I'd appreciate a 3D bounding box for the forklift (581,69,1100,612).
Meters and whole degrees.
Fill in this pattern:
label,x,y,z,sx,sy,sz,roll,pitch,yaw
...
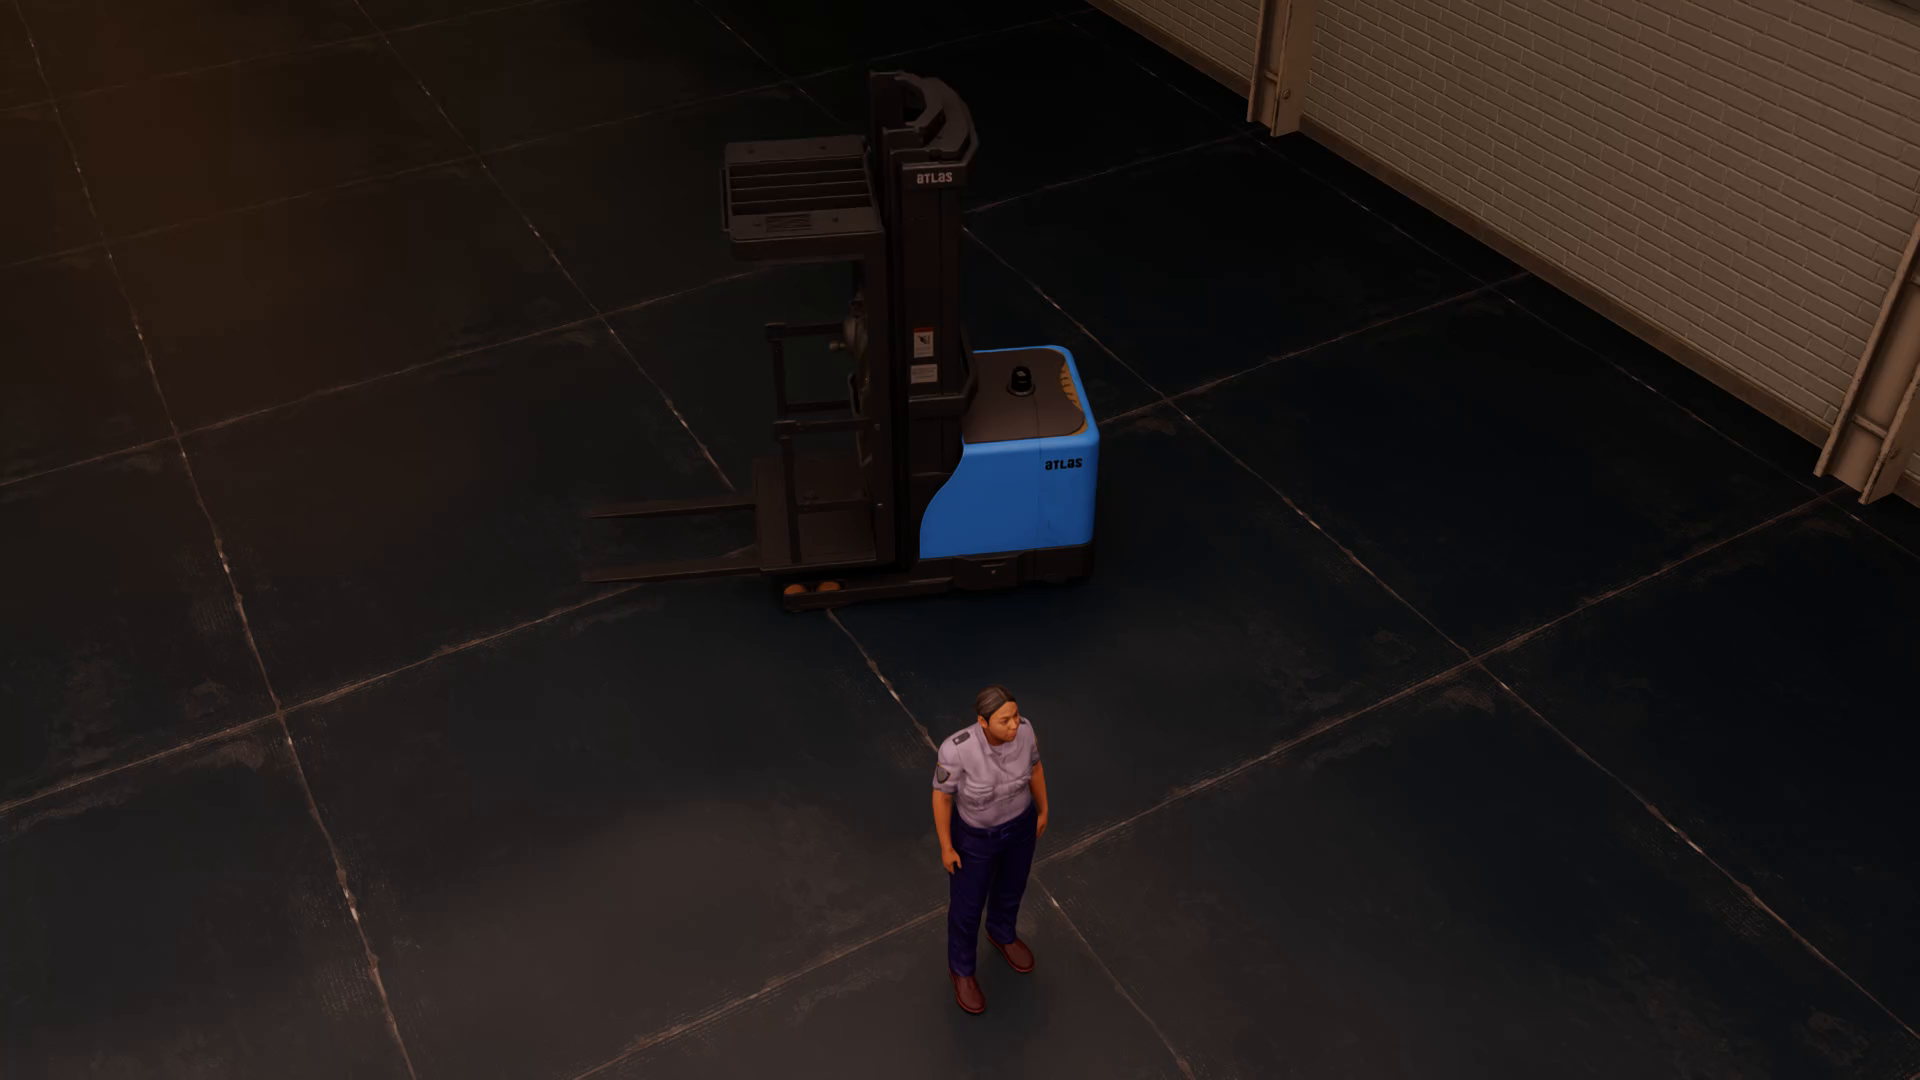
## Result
label,x,y,z,sx,sy,sz,roll,pitch,yaw
forklift,-0.753,-1.062,9.316,3.031,2.935,1.130,-5,40,-6

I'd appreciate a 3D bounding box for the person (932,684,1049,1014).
label,x,y,z,sx,sy,sz,roll,pitch,yaw
person,0.176,1.351,7.408,0.583,1.656,0.487,-20,44,-22
